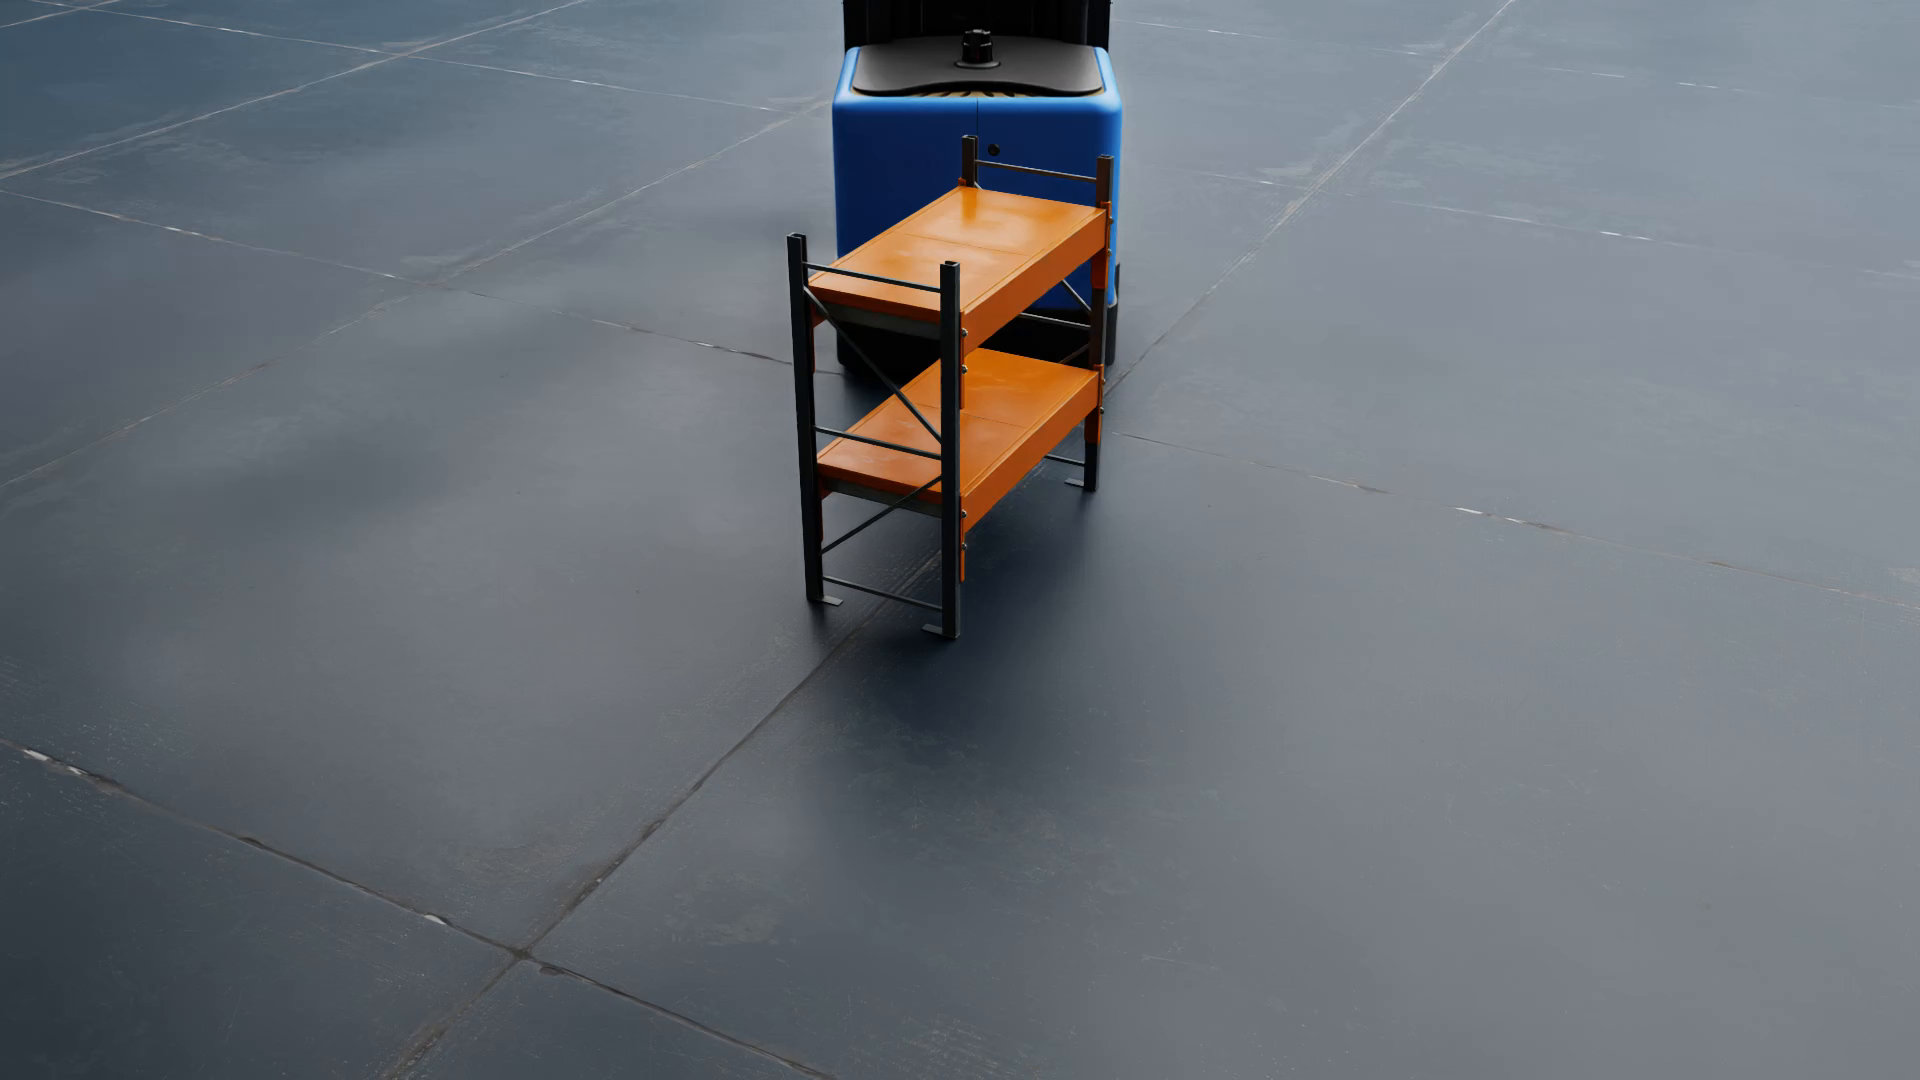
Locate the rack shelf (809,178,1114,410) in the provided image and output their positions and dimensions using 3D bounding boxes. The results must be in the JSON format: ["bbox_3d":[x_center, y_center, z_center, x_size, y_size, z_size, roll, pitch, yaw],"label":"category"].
[{"bbox_3d":[0.003,-0.745,4.829,0.538,0.278,1.000,14,33,23],"label":"rack shelf"}]

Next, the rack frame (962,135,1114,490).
[{"bbox_3d":[0.235,-0.716,5.368,0.500,1.125,0.032,14,33,23],"label":"rack frame"}]

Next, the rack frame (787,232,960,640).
[{"bbox_3d":[-0.229,-0.265,4.583,0.500,1.125,0.032,14,33,23],"label":"rack frame"}]

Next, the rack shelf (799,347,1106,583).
[{"bbox_3d":[0.003,-0.279,5.097,0.538,0.278,1.000,14,33,23],"label":"rack shelf"}]

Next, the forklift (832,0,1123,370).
[{"bbox_3d":[0.069,-2.597,6.829,1.130,2.935,3.031,0,30,0],"label":"forklift"}]

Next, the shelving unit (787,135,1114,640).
[{"bbox_3d":[0.003,-0.491,4.975,0.538,1.125,1.048,14,33,23],"label":"shelving unit"}]
